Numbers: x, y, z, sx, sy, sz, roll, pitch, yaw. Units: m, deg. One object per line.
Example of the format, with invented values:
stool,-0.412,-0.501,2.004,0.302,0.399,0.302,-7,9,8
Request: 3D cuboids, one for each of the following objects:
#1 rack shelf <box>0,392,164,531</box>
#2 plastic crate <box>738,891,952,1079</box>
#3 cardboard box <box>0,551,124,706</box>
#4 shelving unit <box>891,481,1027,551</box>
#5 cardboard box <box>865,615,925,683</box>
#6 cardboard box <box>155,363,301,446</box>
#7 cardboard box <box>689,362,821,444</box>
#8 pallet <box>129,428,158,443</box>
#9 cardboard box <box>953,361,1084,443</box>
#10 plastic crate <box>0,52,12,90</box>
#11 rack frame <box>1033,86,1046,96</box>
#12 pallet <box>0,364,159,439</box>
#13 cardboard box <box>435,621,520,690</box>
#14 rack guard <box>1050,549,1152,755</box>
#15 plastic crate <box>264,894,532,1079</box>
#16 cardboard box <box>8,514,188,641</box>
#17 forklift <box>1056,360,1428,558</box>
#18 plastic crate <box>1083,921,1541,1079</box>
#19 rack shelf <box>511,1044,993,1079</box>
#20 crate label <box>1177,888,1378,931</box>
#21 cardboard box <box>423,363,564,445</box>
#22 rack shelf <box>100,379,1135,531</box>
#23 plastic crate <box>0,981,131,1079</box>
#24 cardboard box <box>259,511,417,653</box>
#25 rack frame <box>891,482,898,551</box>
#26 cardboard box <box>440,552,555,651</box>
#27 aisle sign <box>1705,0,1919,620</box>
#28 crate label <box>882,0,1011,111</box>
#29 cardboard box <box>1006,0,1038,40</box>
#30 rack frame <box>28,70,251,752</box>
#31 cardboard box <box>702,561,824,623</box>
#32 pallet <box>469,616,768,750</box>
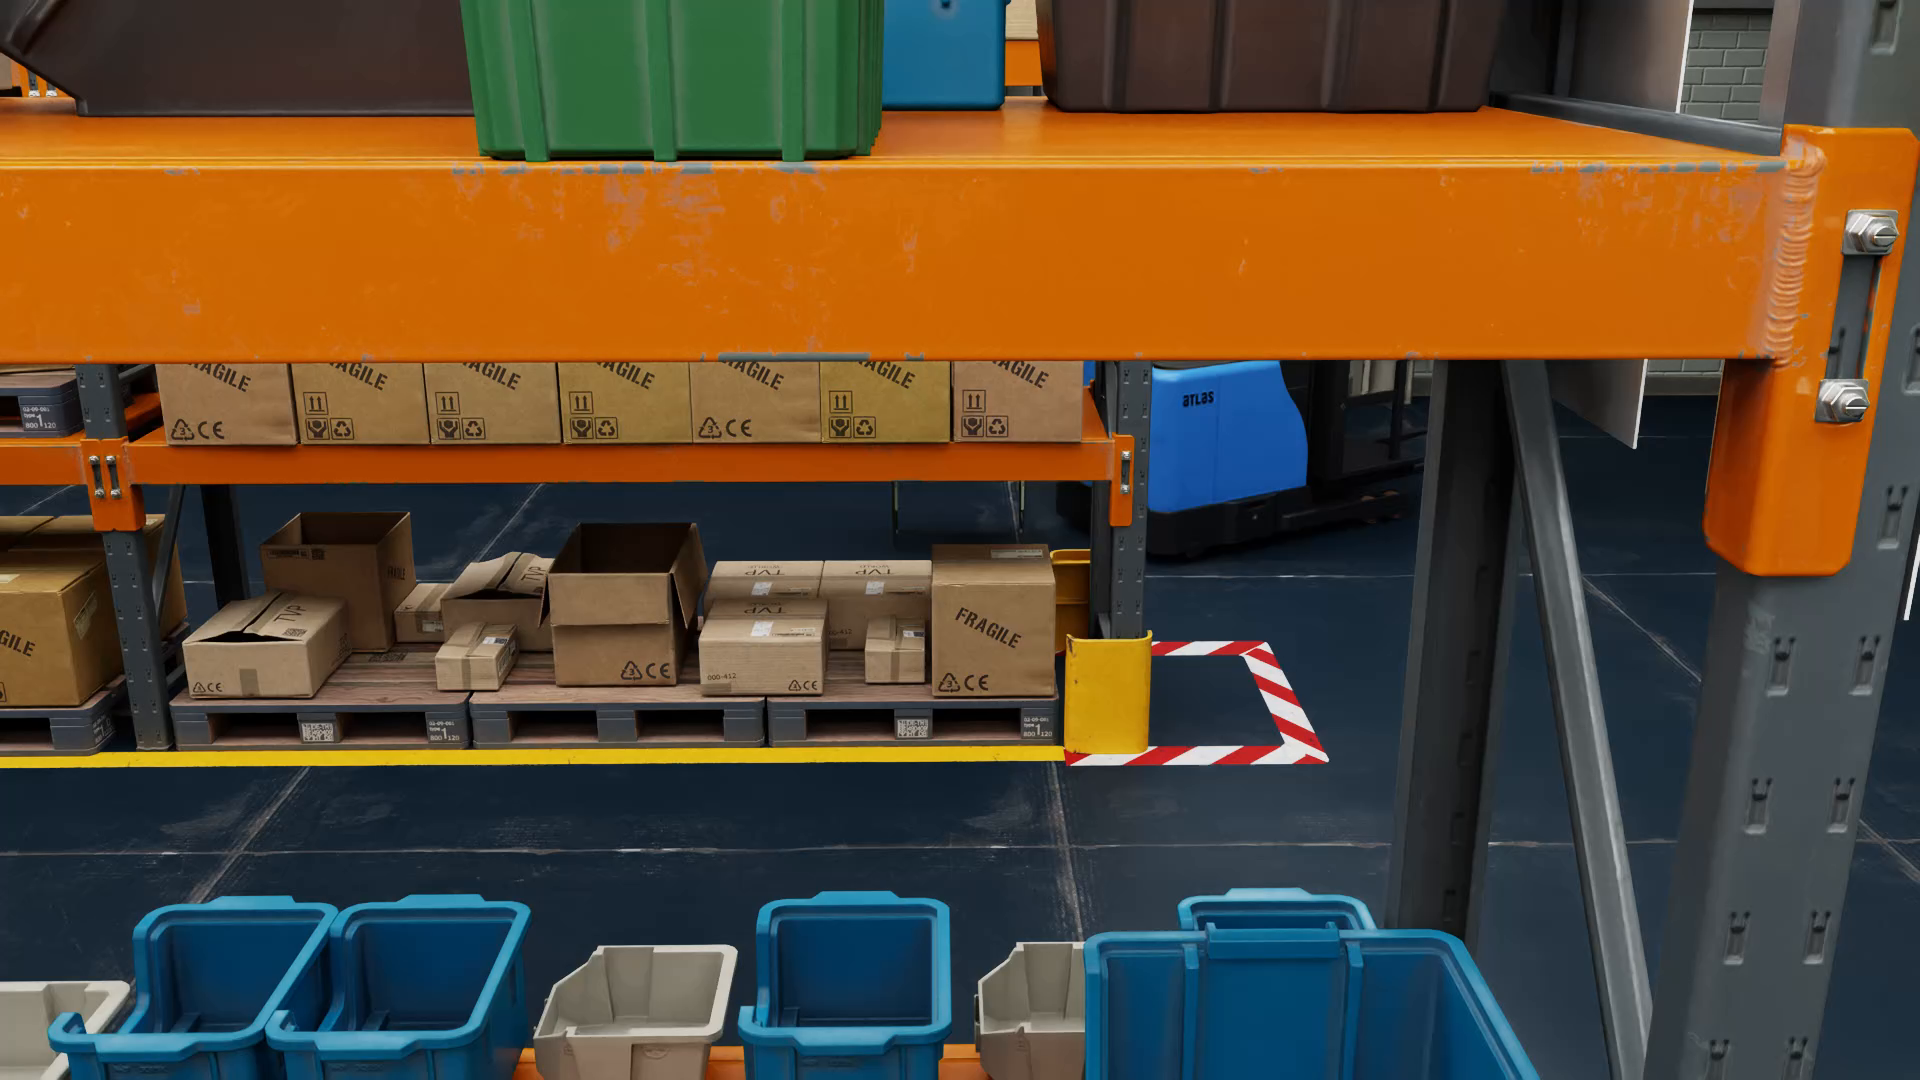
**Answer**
rack shelf,-5.327,-0.358,6.930,4.000,0.370,1.077,0,18,-1
plastic crate,-0.164,0.739,2.510,0.300,0.233,0.416,0,18,-1
cardboard box,-3.816,0.361,6.885,0.500,0.500,0.500,0,18,-1
shelving unit,-0.007,-0.714,9.318,0.755,1.500,0.431,0,18,-1
cardboard box,-0.274,0.463,7.113,0.250,0.166,0.380,0,18,-1
cardboard box,-2.813,-0.677,6.583,0.500,0.500,0.500,0,18,1
cardboard box,-0.789,-0.687,6.616,0.500,0.500,0.500,0,18,0
pallet,-5.403,-0.862,11.888,1.213,0.211,1.003,0,18,-1
cardboard box,0.229,-0.692,6.629,0.500,0.500,0.500,0,18,1
plastic crate,-1.474,-0.672,2.015,0.530,0.282,0.437,0,18,-1
rack frame,0.590,-2.242,11.627,0.127,3.000,1.000,0,18,-1
pallet,-4.128,-0.648,6.971,1.213,0.211,1.003,0,18,-1
cardboard box,-2.040,0.486,7.039,0.250,0.166,0.380,0,18,-1
rack guard,0.596,0.461,7.291,0.348,0.500,1.175,0,18,-1
plastic crate,-0.822,0.742,2.501,0.300,0.233,0.416,0,18,-1
cardboard box,-3.815,0.199,7.390,0.500,0.500,0.500,-1,18,-3
forklift,2.084,-1.615,9.784,3.031,2.935,1.130,-11,21,-31
plastic crate,0.415,0.797,1.997,0.499,0.435,0.616,0,18,-1
rack shelf,-1.253,1.136,2.274,4.000,0.370,1.077,0,18,-1
crate label,0.494,0.735,2.520,0.303,0.233,0.416,0,18,-1
cardboard box,-1.801,-0.682,6.599,0.500,0.500,0.500,0,18,-1
rack shelf,-1.328,-0.377,6.990,4.000,0.370,1.077,0,18,-1
plastic crate,-1.517,0.800,2.478,0.466,0.136,0.293,0,18,-1
cardboard box,-2.762,0.181,7.443,0.500,0.500,0.500,0,18,-1
rack frame,-0.373,-0.712,9.313,0.023,1.500,0.400,0,18,-1
cardboard box,-2.012,0.268,7.484,0.500,0.311,0.500,0,18,-1
aisle sign,0.823,-0.365,1.519,0.004,0.787,0.394,0,18,-1
crate label,-0.181,-0.668,2.053,0.502,0.251,0.408,0,18,-1
cardboard box,0.163,-2.003,6.216,0.500,0.250,0.500,0,18,-1
rack frame,-3.327,-0.710,6.850,0.127,3.000,1.000,0,18,-1
cardboard box,-0.876,0.291,7.510,0.500,0.250,0.500,0,18,-1
pallet,-1.418,0.608,7.307,1.213,0.211,1.003,0,18,-1
